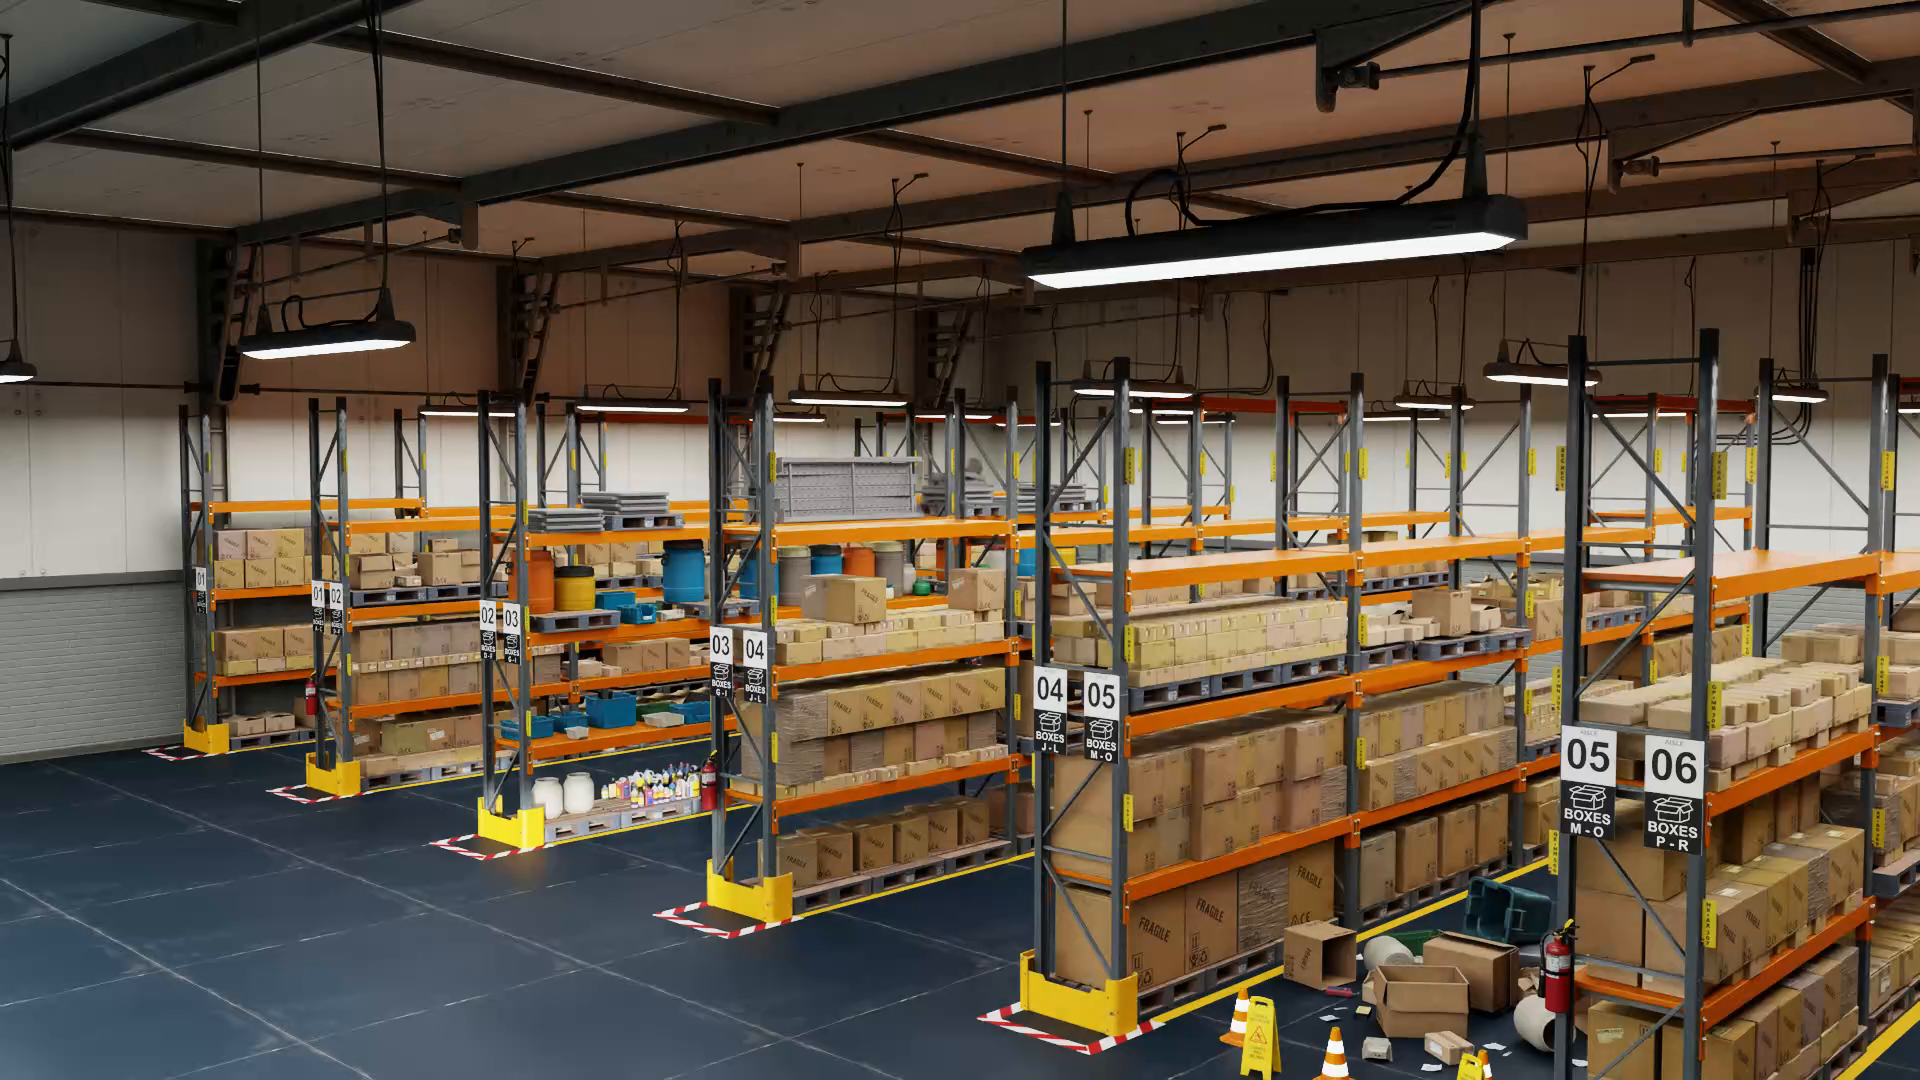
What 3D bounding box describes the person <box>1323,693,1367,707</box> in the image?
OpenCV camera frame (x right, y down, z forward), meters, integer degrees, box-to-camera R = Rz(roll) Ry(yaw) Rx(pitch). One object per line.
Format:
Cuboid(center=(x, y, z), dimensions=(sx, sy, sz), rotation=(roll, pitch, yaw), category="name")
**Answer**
Cuboid(center=(5.839, 2.965, 25.092), dimensions=(0.745, 1.831, 0.973), rotation=(3, 4, 41), category="person")
